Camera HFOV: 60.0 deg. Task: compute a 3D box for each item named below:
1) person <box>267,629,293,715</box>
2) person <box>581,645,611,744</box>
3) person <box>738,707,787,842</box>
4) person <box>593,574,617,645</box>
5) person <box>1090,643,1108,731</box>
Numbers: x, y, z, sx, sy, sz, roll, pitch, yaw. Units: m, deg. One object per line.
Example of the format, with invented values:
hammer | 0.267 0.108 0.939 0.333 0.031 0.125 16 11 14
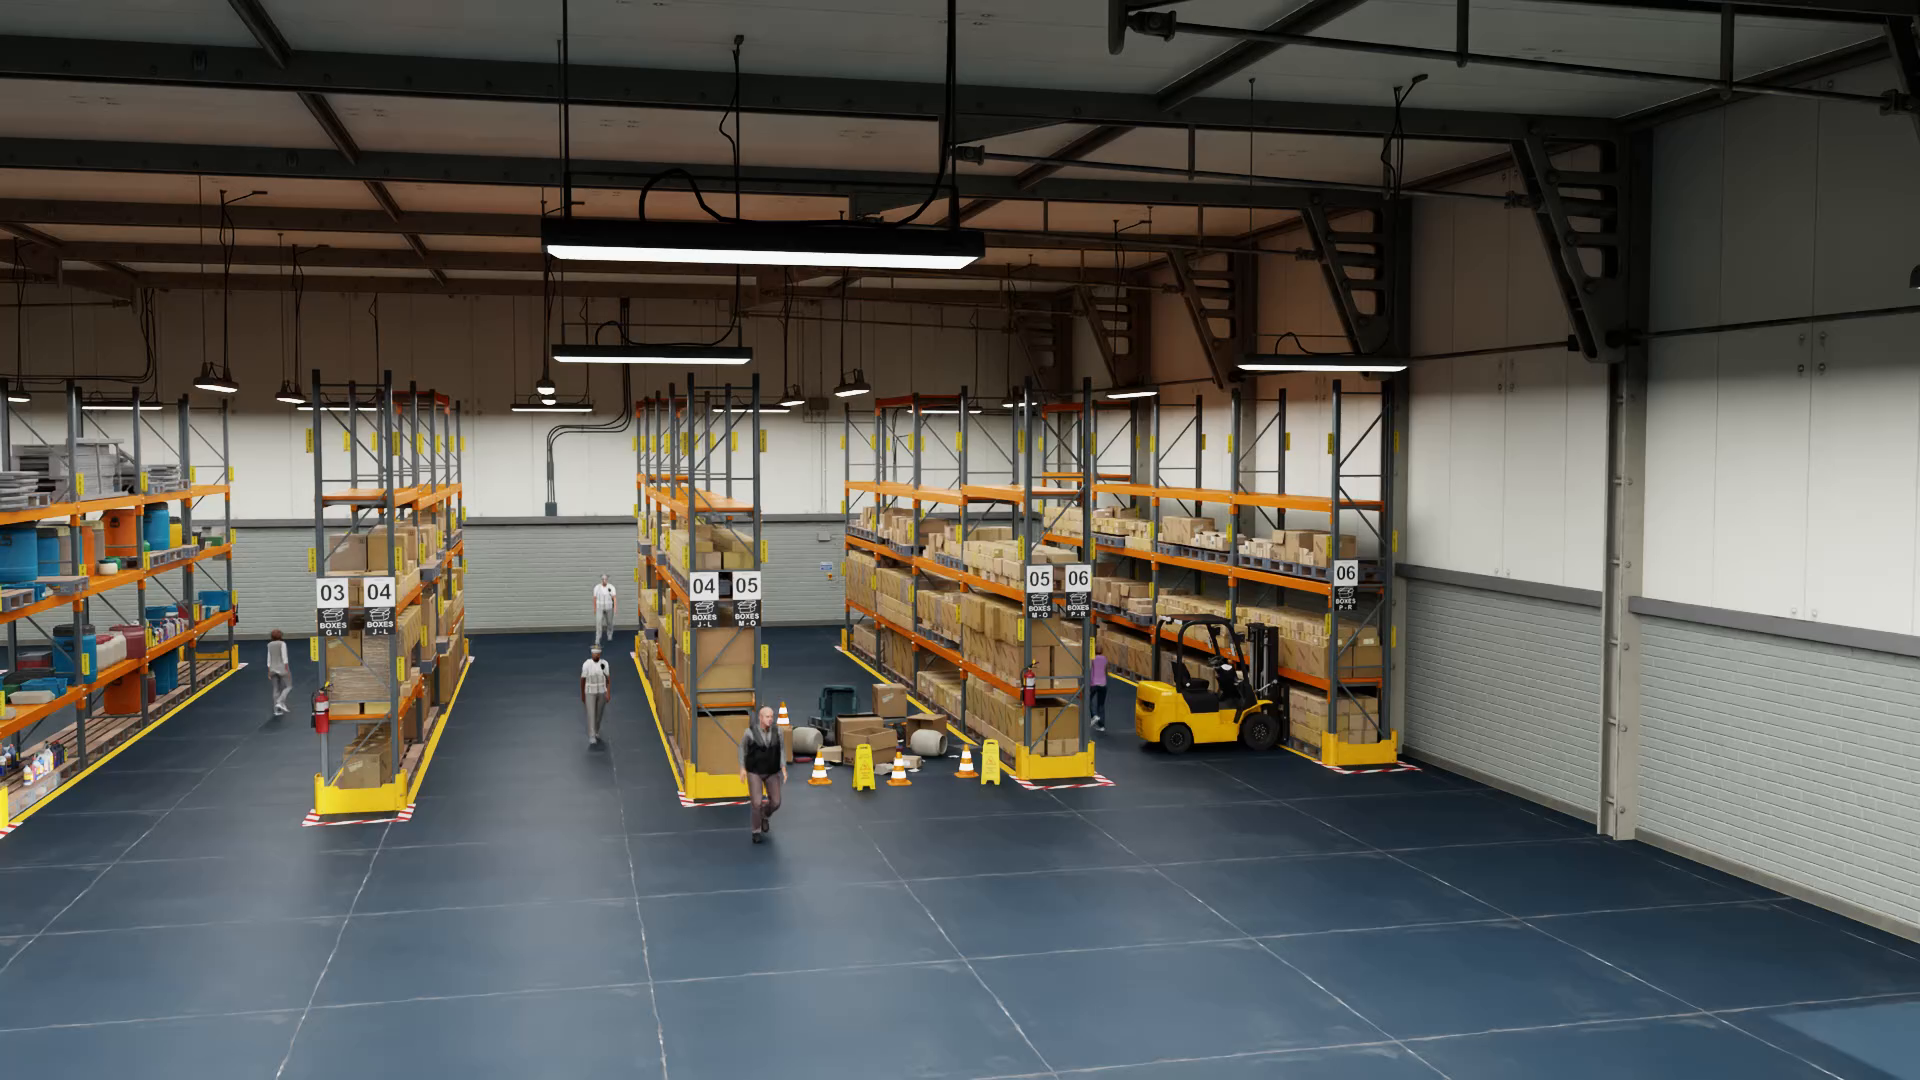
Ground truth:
person | -12.562 2.436 30.610 0.451 1.592 0.448 0 3 8
person | -6.071 2.561 27.791 0.469 1.623 0.977 -2 4 -28
person | -2.528 2.943 21.095 0.606 1.703 0.611 -1 4 -24
person | -8.917 1.708 41.759 0.625 1.736 1.010 0 3 -5
person | 2.392 2.567 29.272 0.511 1.502 0.751 -1 3 -11
